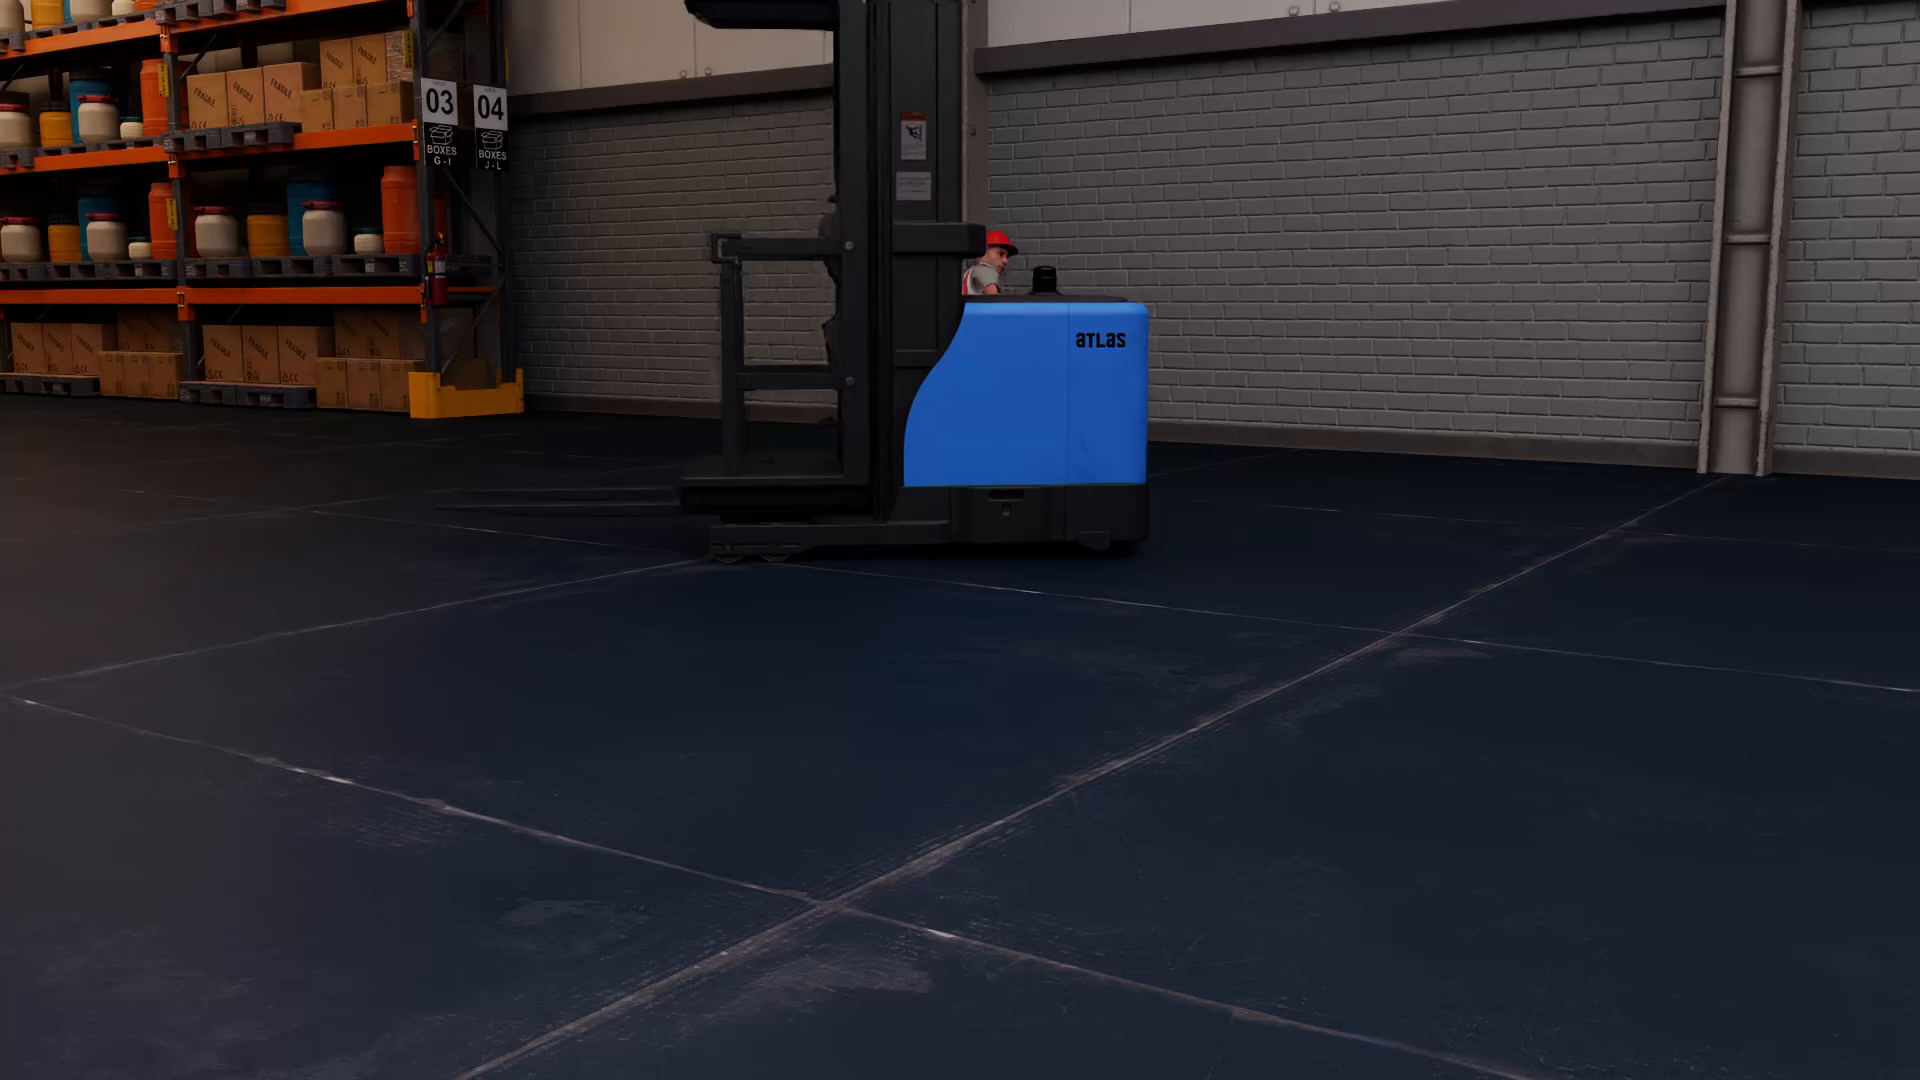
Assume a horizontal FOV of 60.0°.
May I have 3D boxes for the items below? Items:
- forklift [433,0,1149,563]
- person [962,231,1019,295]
[{"bbox_3d":[-0.735,-1.433,7.267,3.031,2.935,1.130,-1,8,-5],"label":"forklift"},{"bbox_3d":[0.180,-1.077,10.004,0.709,1.545,0.887,-5,9,-31],"label":"person"}]
